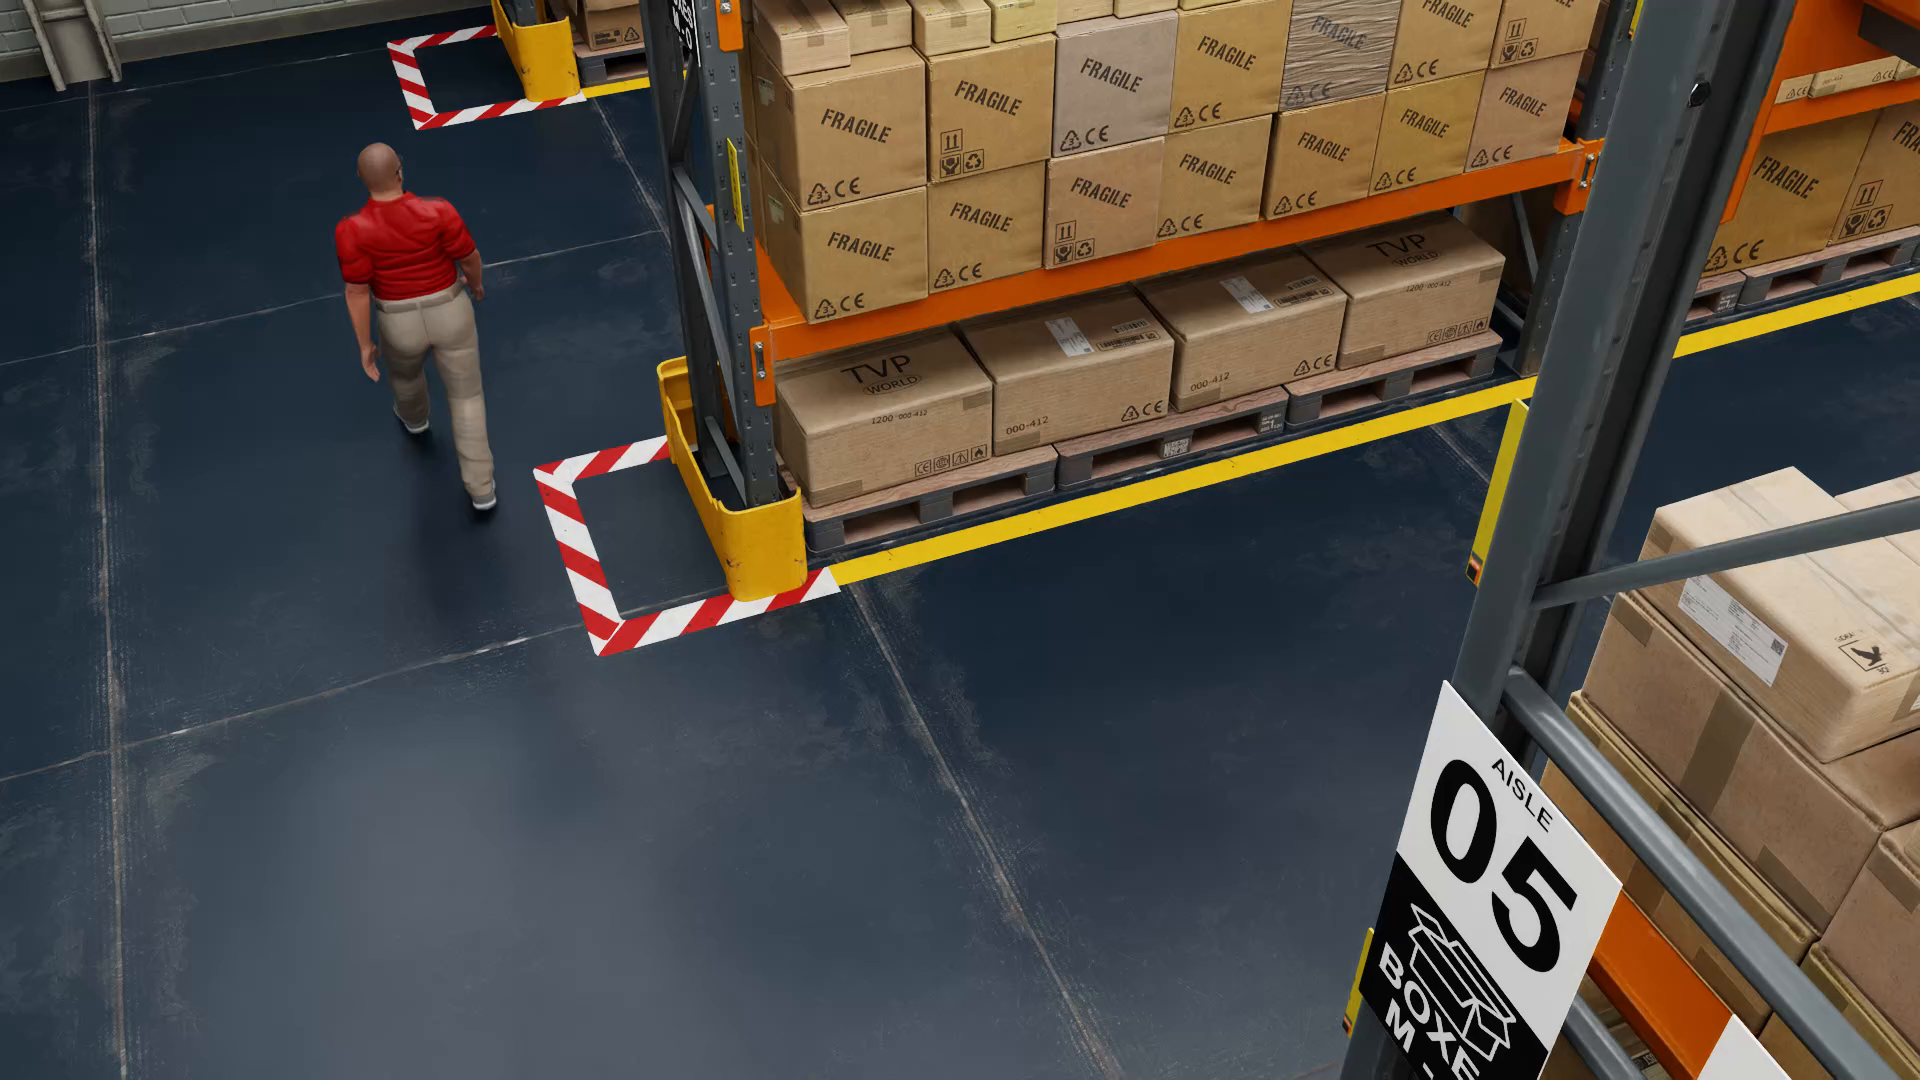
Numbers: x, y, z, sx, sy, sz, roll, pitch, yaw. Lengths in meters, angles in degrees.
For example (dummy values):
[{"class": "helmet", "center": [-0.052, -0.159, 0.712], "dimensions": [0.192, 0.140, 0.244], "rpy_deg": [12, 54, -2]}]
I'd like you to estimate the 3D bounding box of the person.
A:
[{"class": "person", "center": [-2.368, -1.038, 7.331], "dimensions": [0.575, 1.662, 1.025], "rpy_deg": [-11, 43, -12]}]
